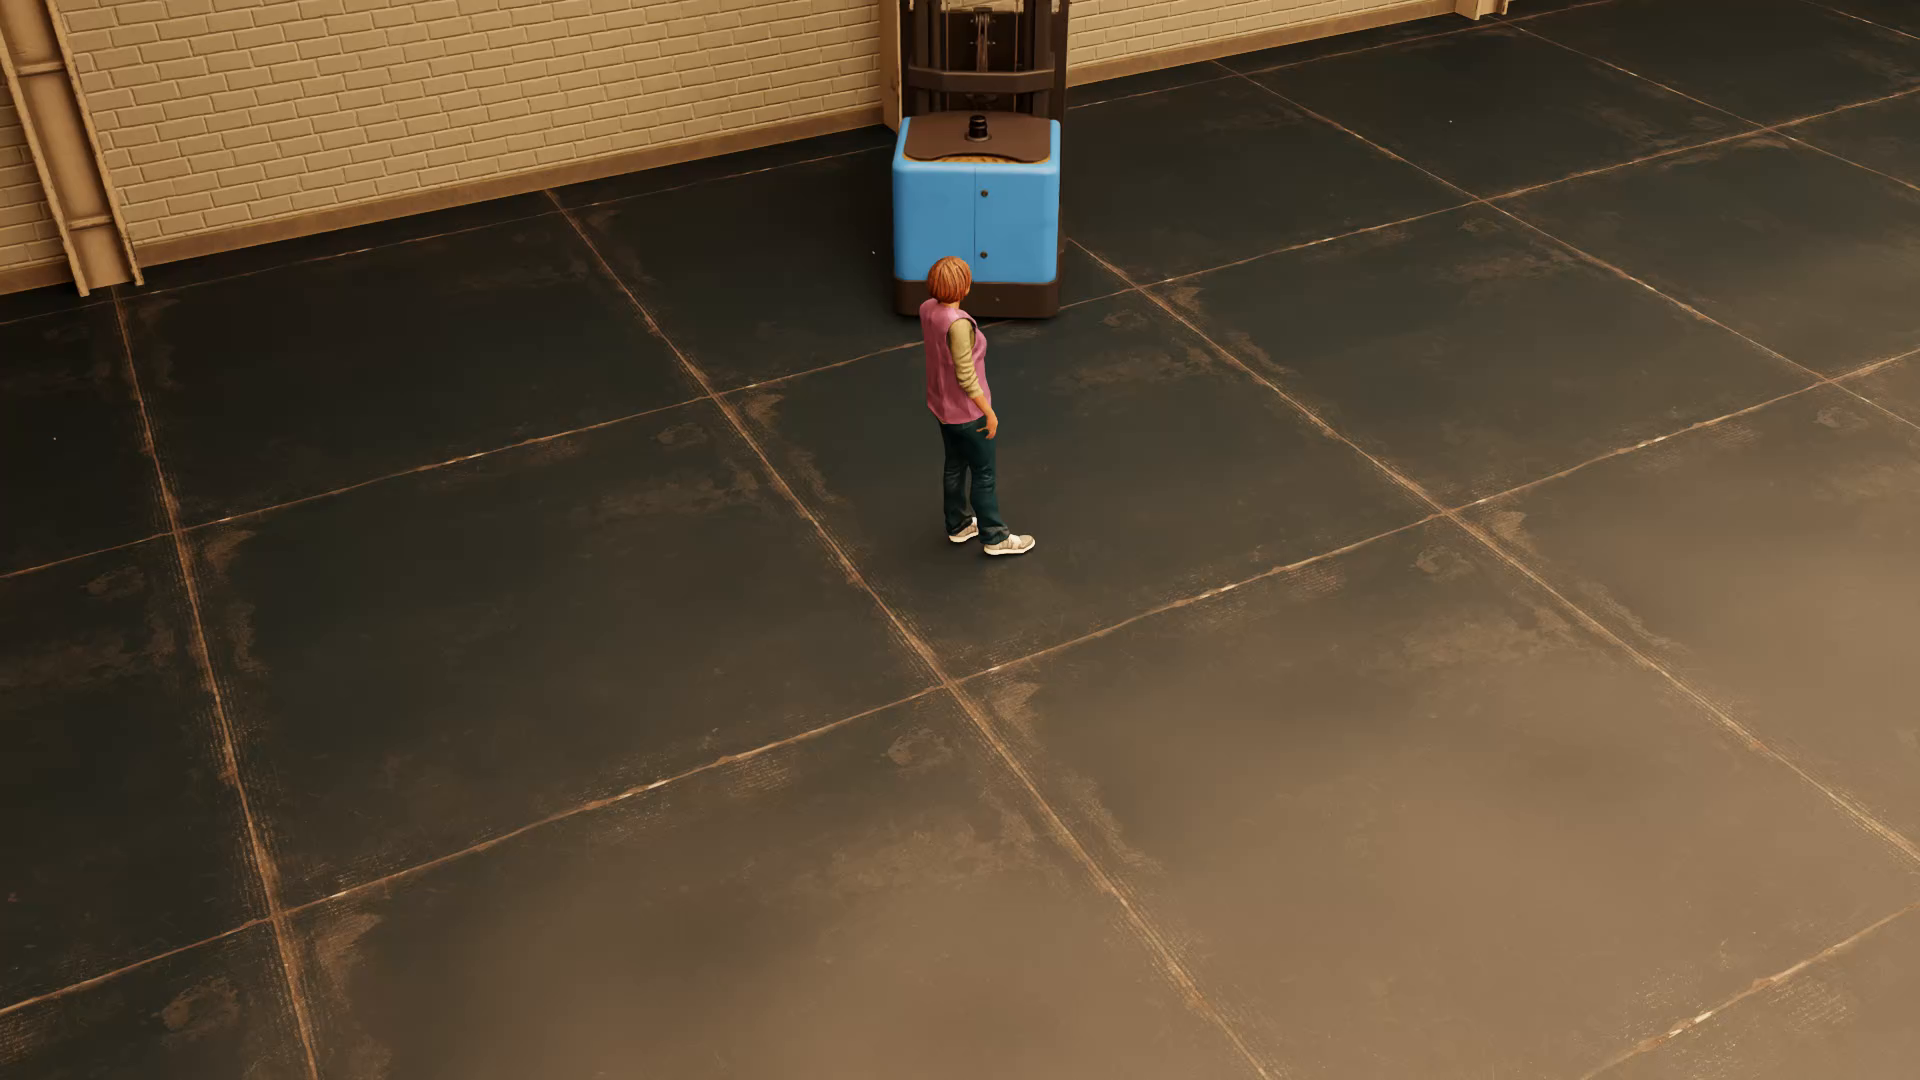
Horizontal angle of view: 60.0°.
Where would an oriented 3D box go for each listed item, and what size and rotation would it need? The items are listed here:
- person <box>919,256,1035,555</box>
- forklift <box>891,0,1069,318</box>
[{"bbox_3d":[0.072,-0.671,8.216,0.473,1.599,0.521,-17,39,-23],"label":"person"},{"bbox_3d":[0.168,-3.426,10.970,1.130,2.935,3.031,2,35,2],"label":"forklift"}]
